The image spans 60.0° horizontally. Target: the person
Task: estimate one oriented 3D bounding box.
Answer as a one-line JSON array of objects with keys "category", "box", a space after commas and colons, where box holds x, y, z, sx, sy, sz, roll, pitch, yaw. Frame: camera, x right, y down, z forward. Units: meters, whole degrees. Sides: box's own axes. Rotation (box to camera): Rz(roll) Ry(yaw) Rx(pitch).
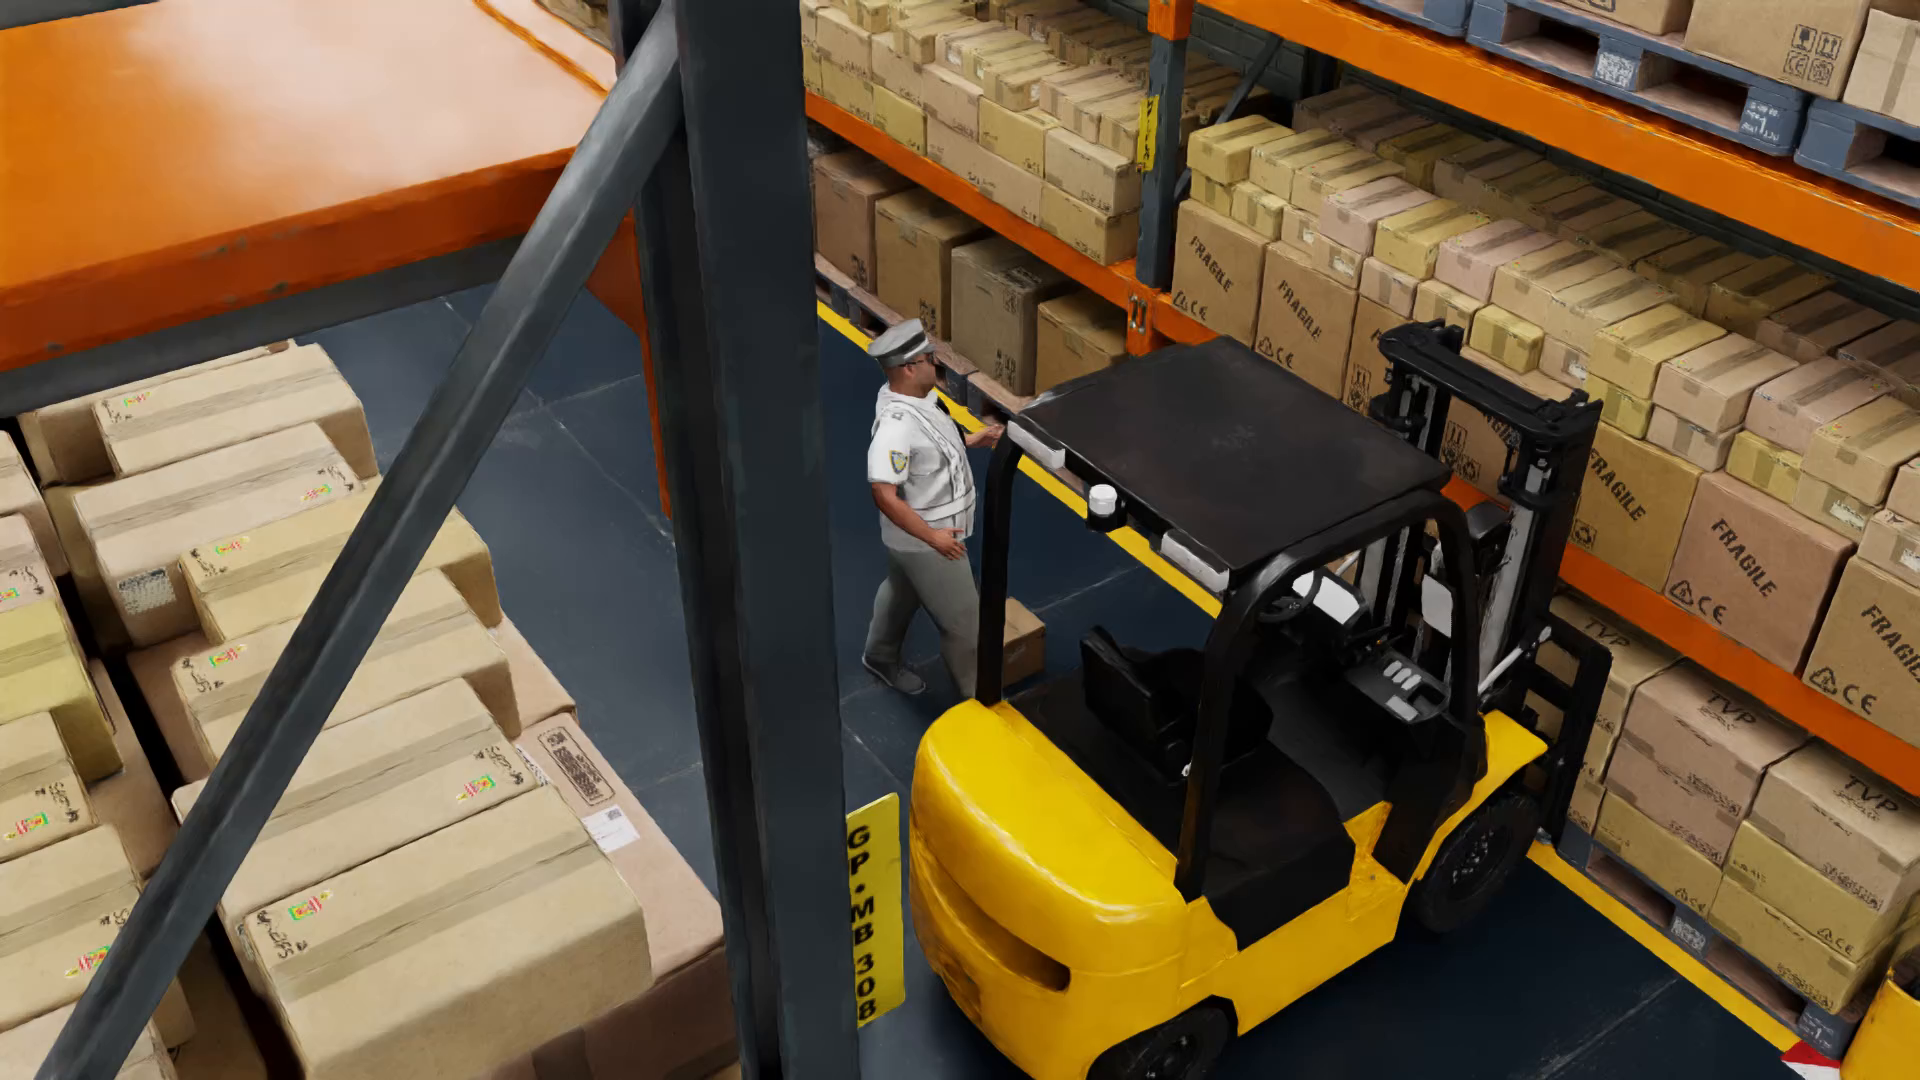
[{"category": "person", "box": [-0.040, -0.047, 6.734, 0.770, 1.784, 0.763, -2, 36, -3]}]
